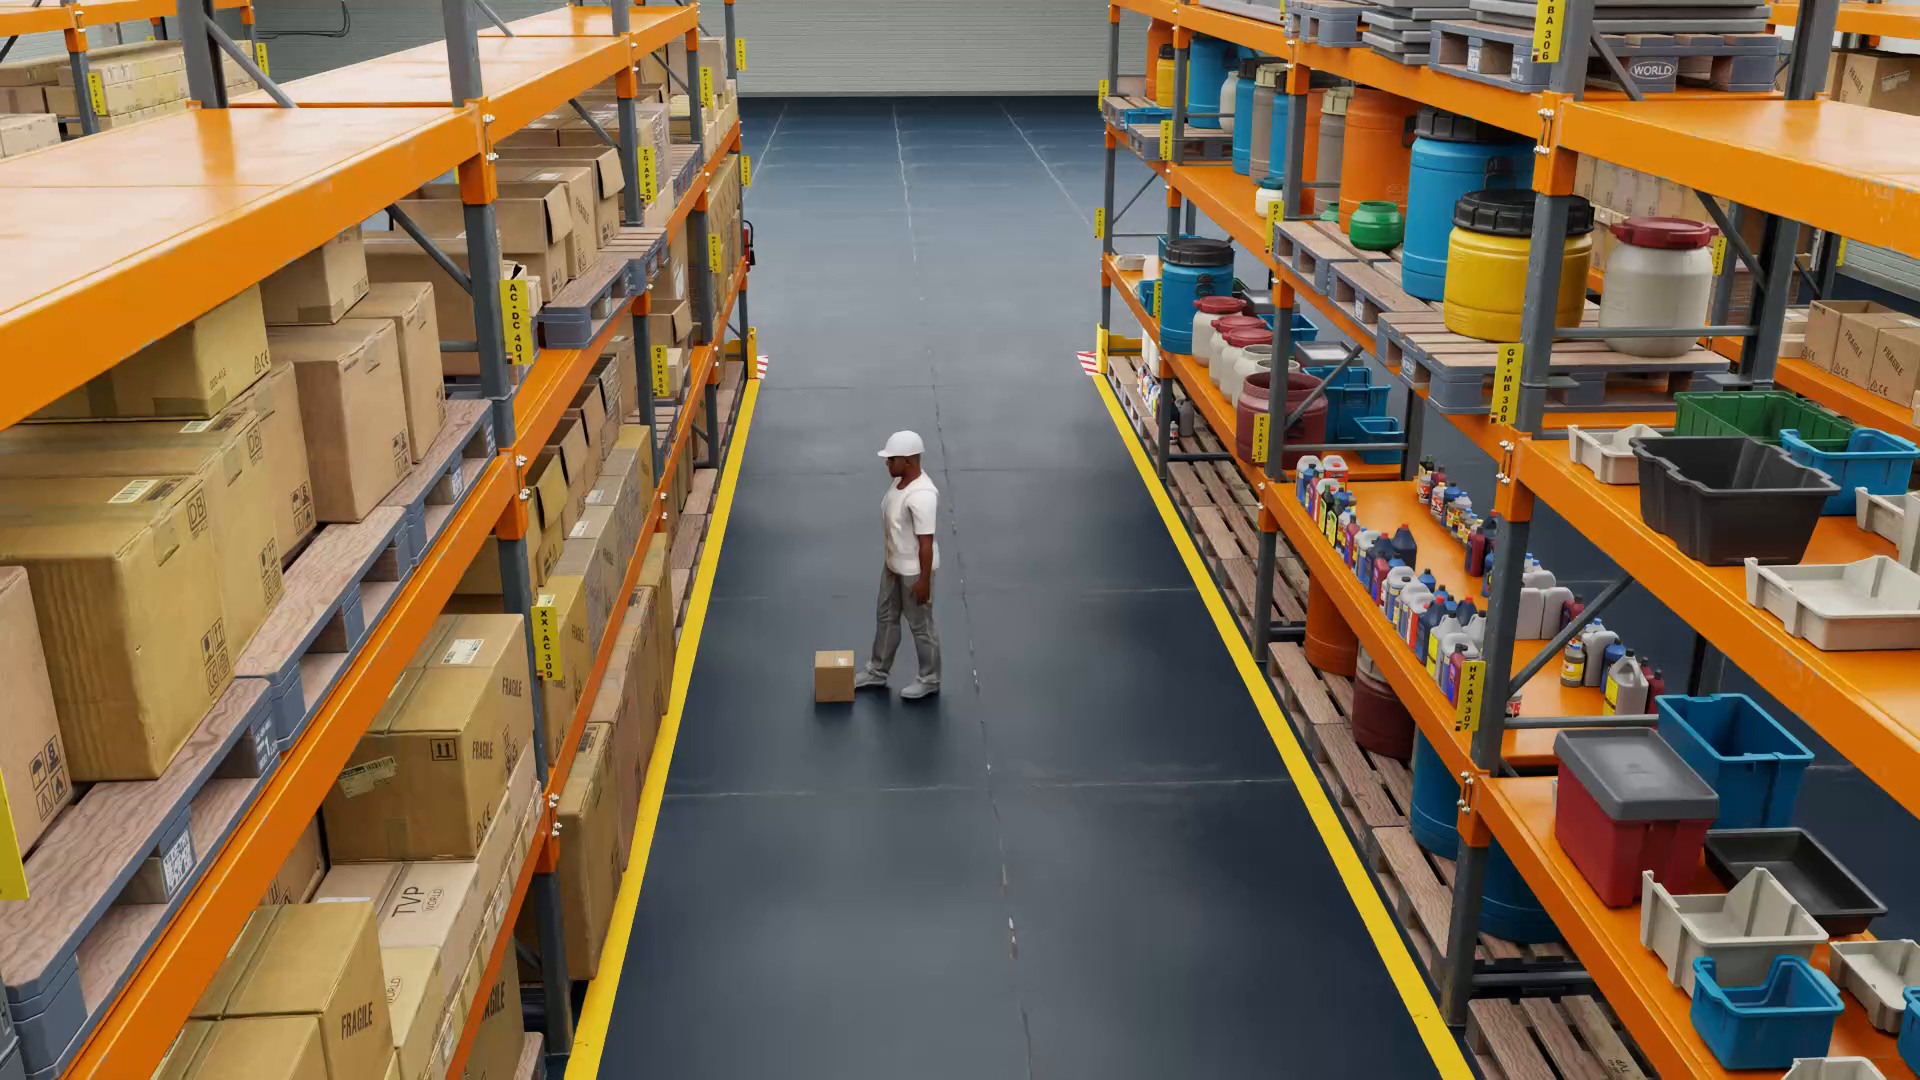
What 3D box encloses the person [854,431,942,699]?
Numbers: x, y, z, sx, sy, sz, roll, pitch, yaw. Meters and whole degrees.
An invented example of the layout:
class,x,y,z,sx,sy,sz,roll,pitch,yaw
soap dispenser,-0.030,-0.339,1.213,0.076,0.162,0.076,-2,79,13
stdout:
class,x,y,z,sx,sy,sz,roll,pitch,yaw
person,-0.421,0.171,10.545,0.620,1.760,0.596,-7,21,-18
